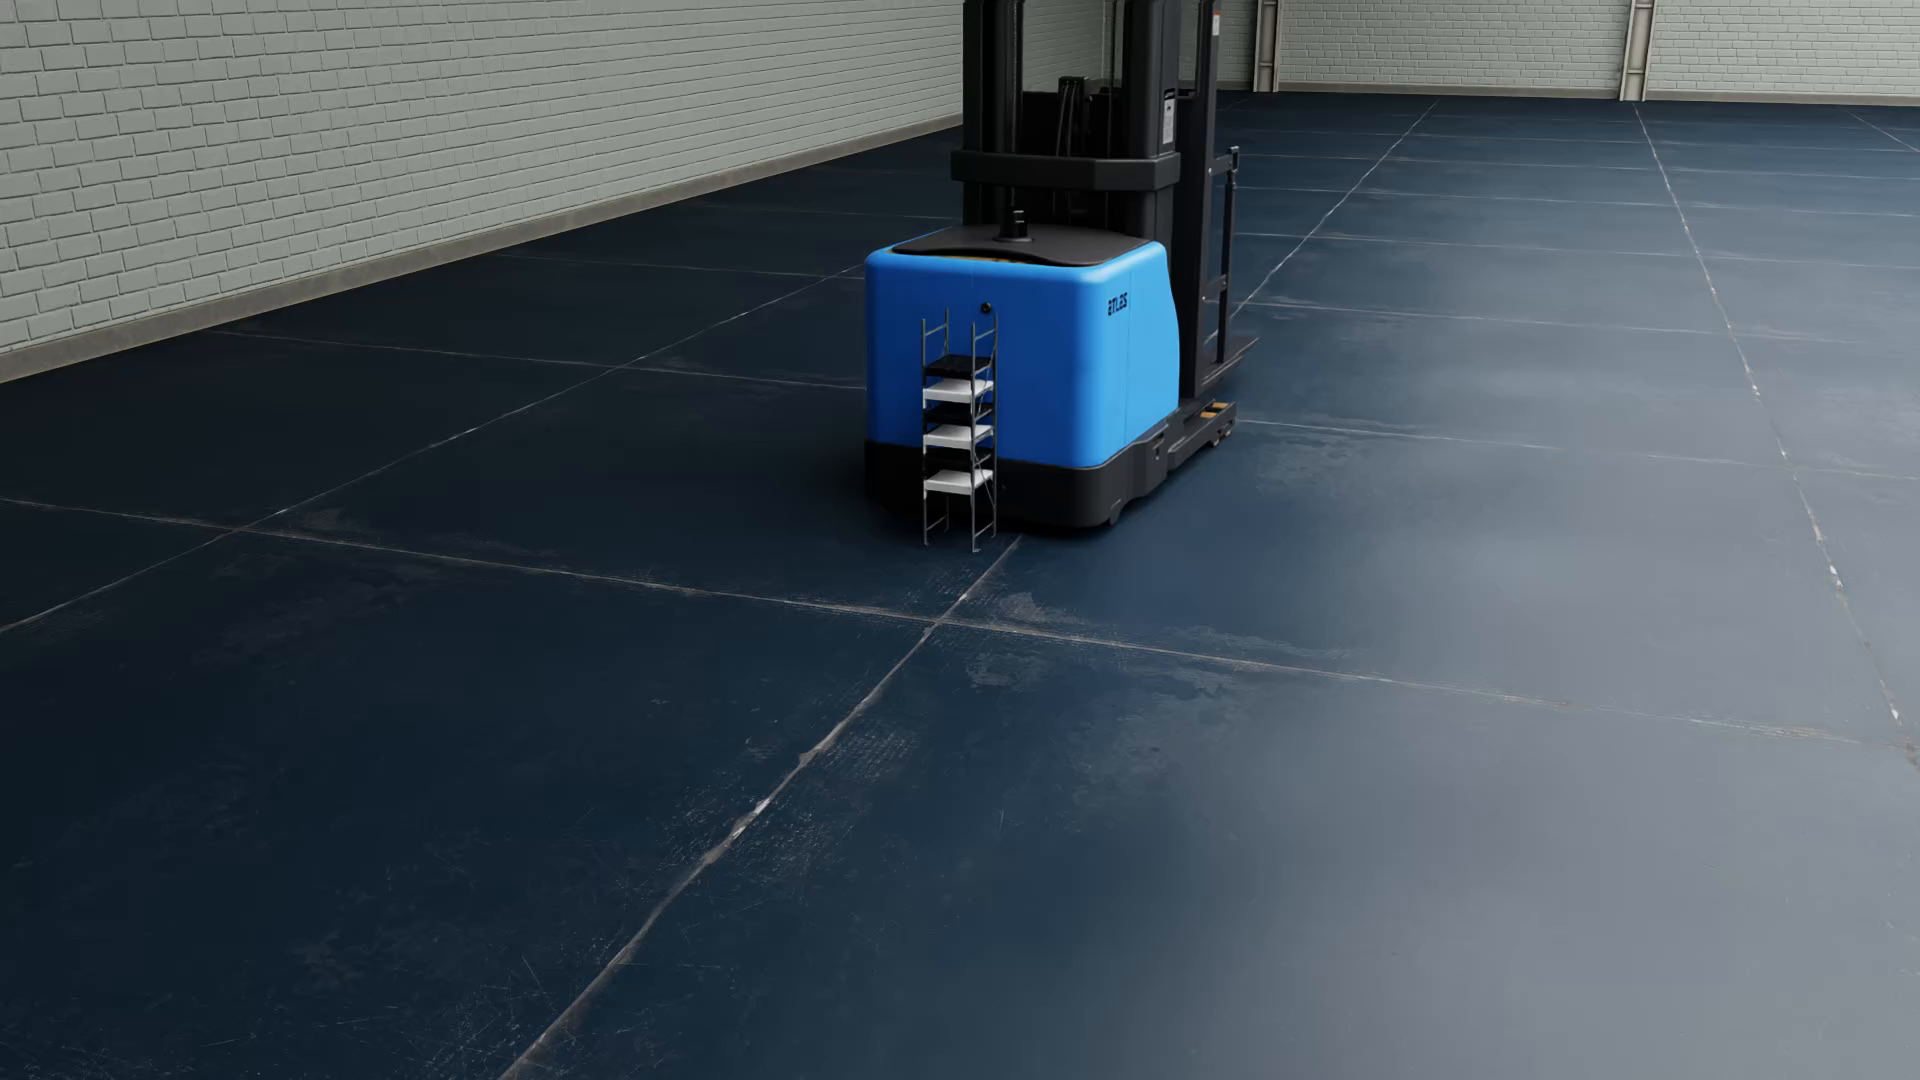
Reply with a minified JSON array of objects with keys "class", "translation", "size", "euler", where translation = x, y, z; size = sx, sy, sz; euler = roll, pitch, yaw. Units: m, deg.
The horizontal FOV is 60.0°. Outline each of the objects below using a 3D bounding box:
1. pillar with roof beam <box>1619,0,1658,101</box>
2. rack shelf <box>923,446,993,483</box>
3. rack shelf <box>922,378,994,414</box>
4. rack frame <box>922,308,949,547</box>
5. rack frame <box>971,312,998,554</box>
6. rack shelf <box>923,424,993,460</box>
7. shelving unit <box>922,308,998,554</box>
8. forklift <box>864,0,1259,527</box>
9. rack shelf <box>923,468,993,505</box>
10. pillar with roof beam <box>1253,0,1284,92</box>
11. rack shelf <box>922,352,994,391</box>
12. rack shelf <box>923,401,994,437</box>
[{"class":"pillar with roof beam","translation":[9.616,-10.134,21.977],"size":[0.400,9.000,9.100],"euler":[7,20,18]},{"class":"rack shelf","translation":[0.000,-0.304,6.456],"size":[0.200,0.077,0.258],"euler":[8,21,22]},{"class":"rack shelf","translation":[0.000,-0.559,6.367],"size":[0.200,0.077,0.258],"euler":[8,21,22]},{"class":"rack frame","translation":[-0.093,-0.434,6.453],"size":[0.006,0.900,0.240],"euler":[8,21,22]},{"class":"rack frame","translation":[0.093,-0.407,6.377],"size":[0.006,0.900,0.240],"euler":[8,21,22]},{"class":"rack shelf","translation":[0.000,-0.389,6.426],"size":[0.200,0.077,0.258],"euler":[8,21,22]},{"class":"shelving unit","translation":[0.000,-0.420,6.415],"size":[0.210,0.900,0.258],"euler":[8,21,22]},{"class":"forklift","translation":[0.684,-1.877,7.509],"size":[1.130,2.935,3.031],"euler":[9,21,23]},{"class":"rack shelf","translation":[0.000,-0.219,6.485],"size":[0.200,0.077,0.258],"euler":[8,21,22]},{"class":"pillar with roof beam","translation":[3.948,-10.782,23.836],"size":[0.400,9.000,9.100],"euler":[7,20,18]},{"class":"rack shelf","translation":[0.000,-0.644,6.337],"size":[0.200,0.077,0.258],"euler":[8,21,22]},{"class":"rack shelf","translation":[0.000,-0.474,6.396],"size":[0.200,0.077,0.258],"euler":[8,21,22]}]
